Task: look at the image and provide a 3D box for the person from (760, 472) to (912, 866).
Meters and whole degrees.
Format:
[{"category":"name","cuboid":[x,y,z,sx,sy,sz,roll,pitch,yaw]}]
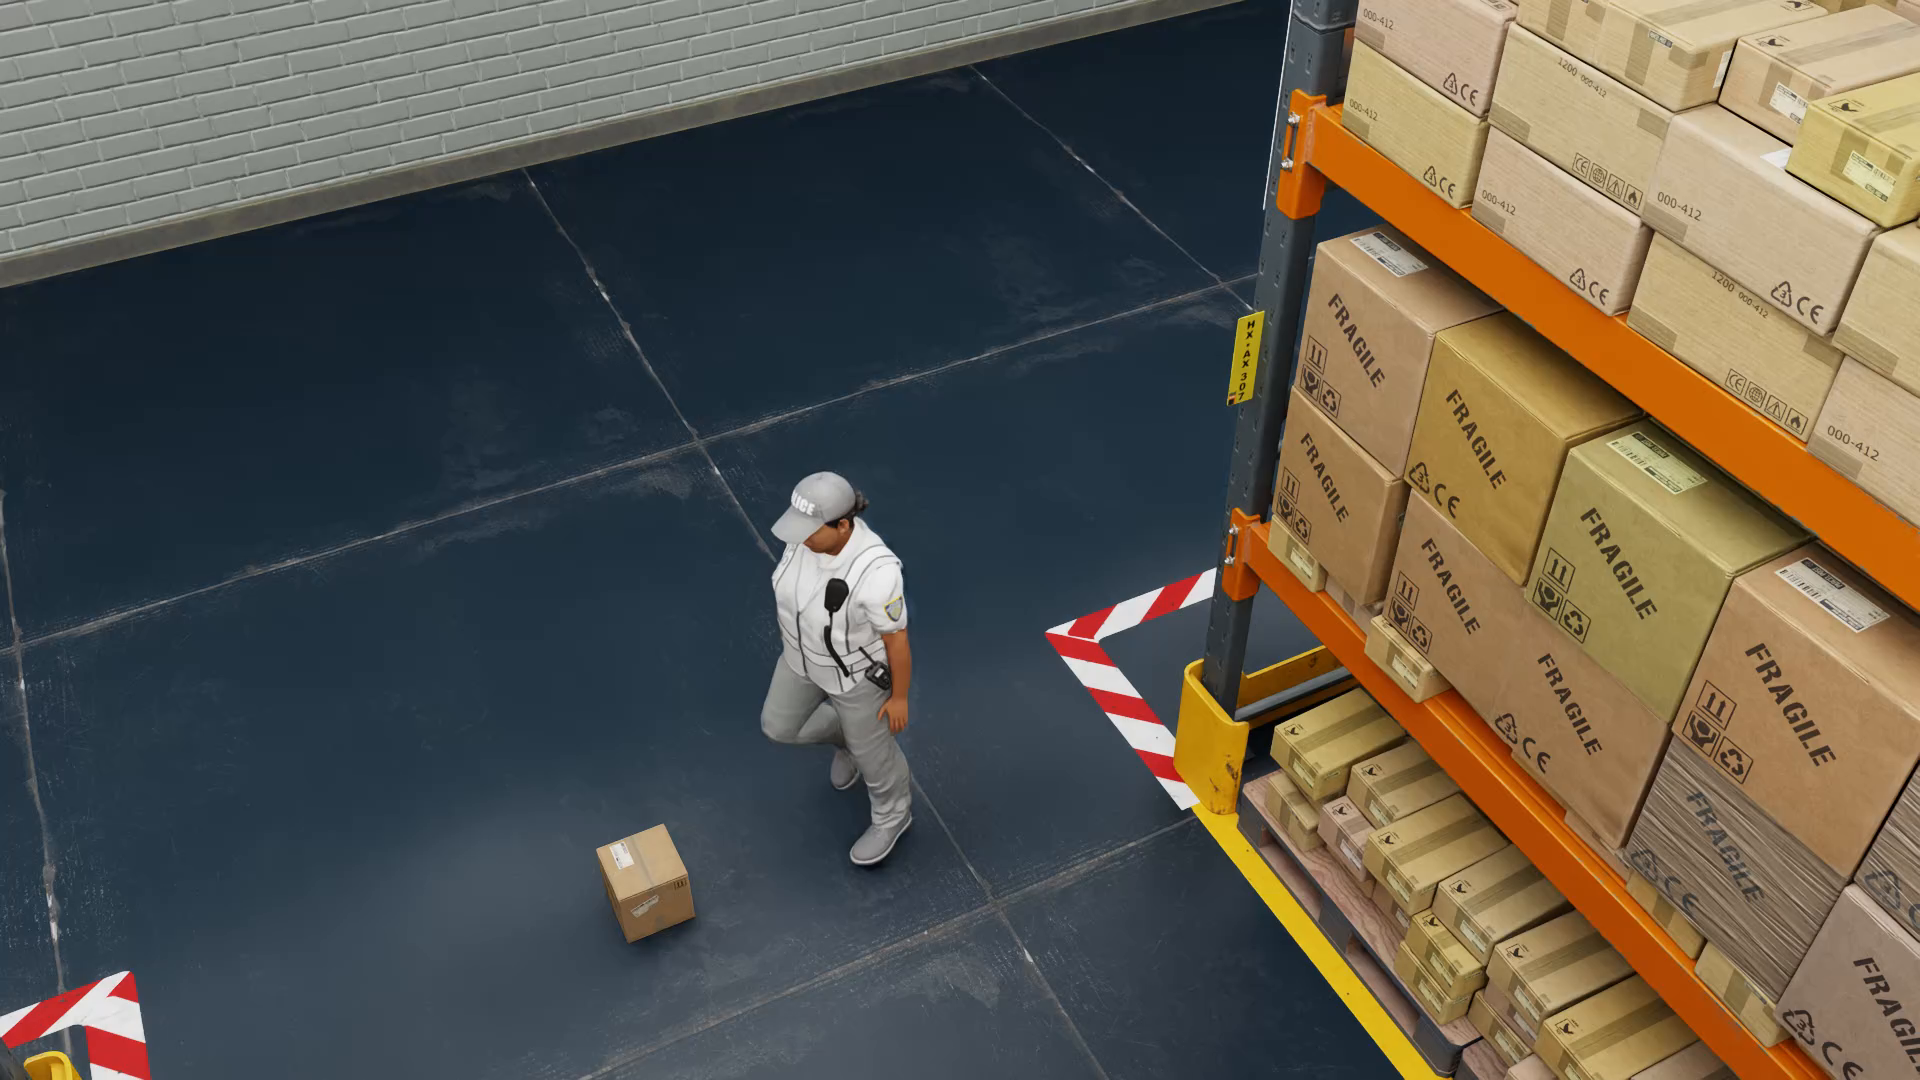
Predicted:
[{"category":"person","cuboid":[-0.371,0.412,5.663,0.548,1.661,0.479,31,50,30]}]
